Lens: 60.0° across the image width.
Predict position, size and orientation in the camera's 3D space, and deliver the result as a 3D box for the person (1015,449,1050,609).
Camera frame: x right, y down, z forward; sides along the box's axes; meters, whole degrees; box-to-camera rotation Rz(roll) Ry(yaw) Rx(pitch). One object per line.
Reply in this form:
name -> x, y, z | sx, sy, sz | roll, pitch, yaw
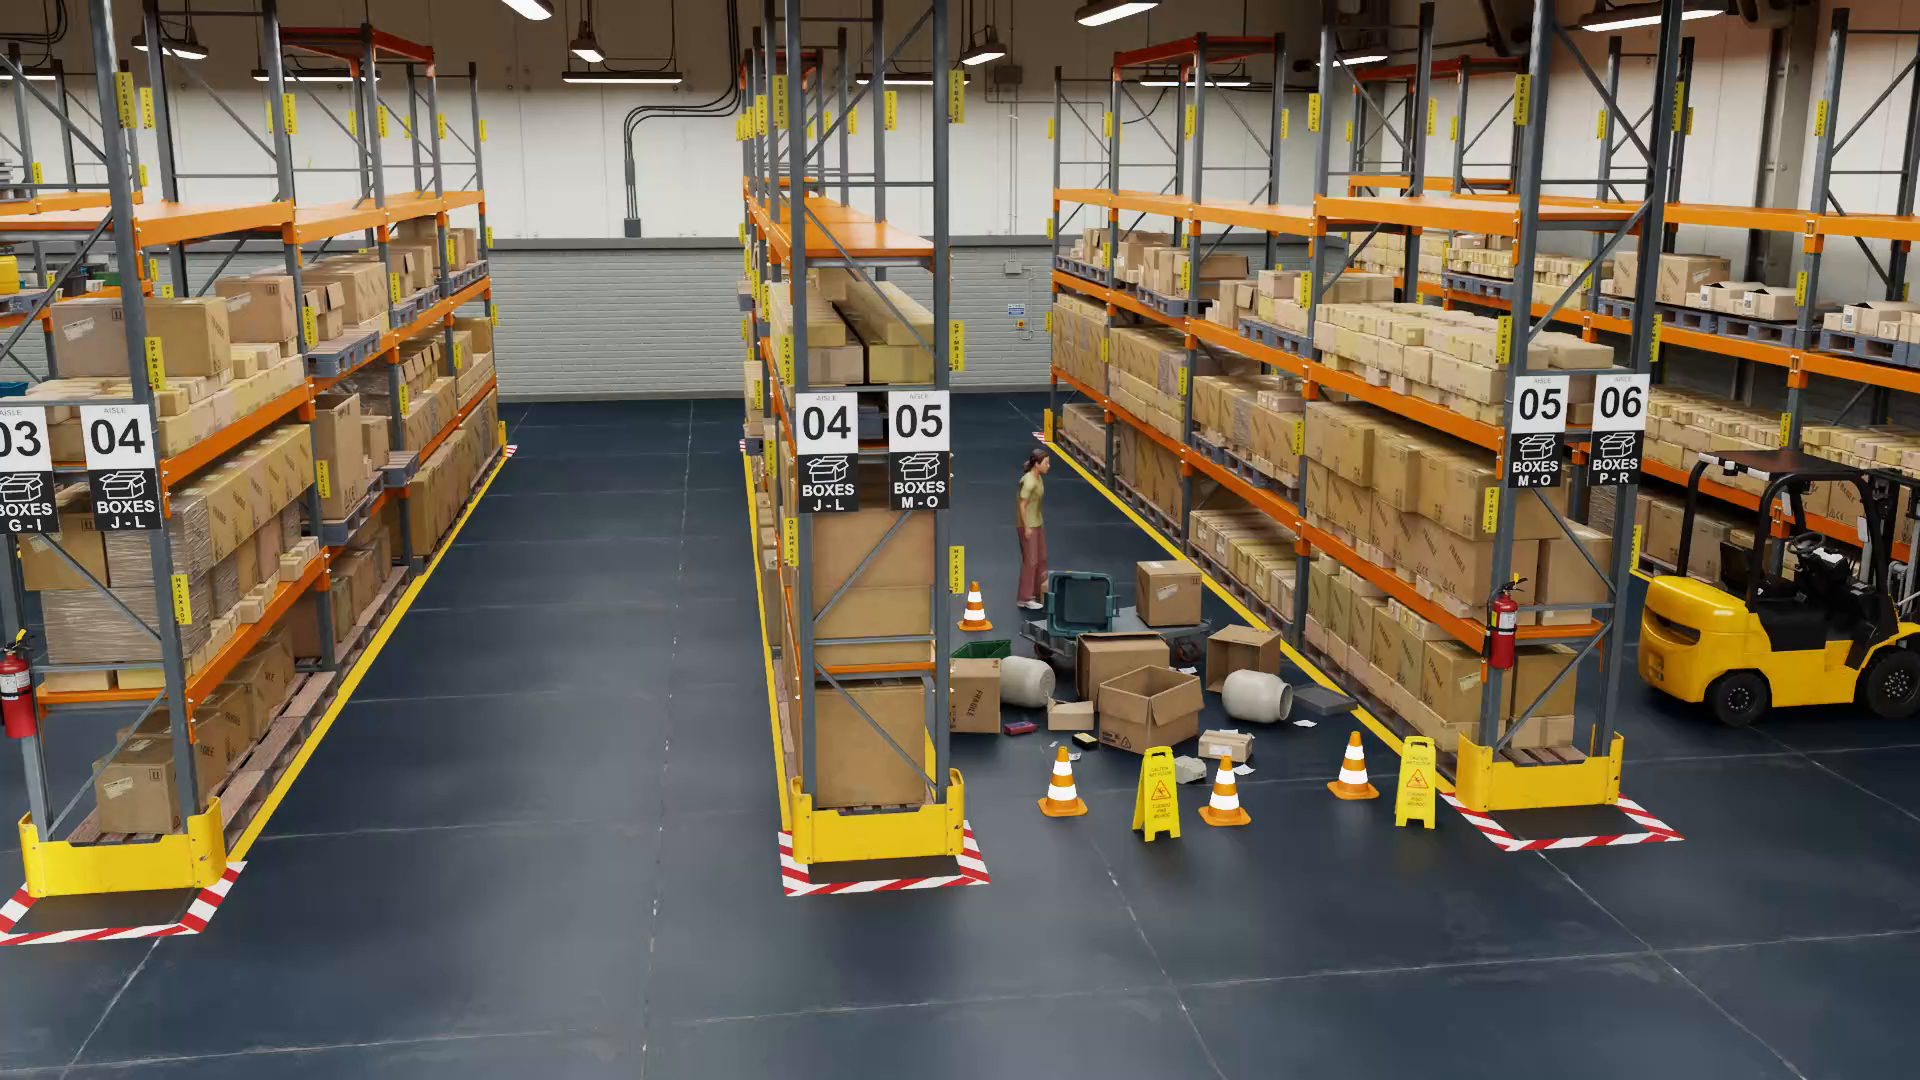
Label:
person -> 0.800, -0.134, 17.560 | 0.416, 1.671, 0.509 | 4, 14, 17
